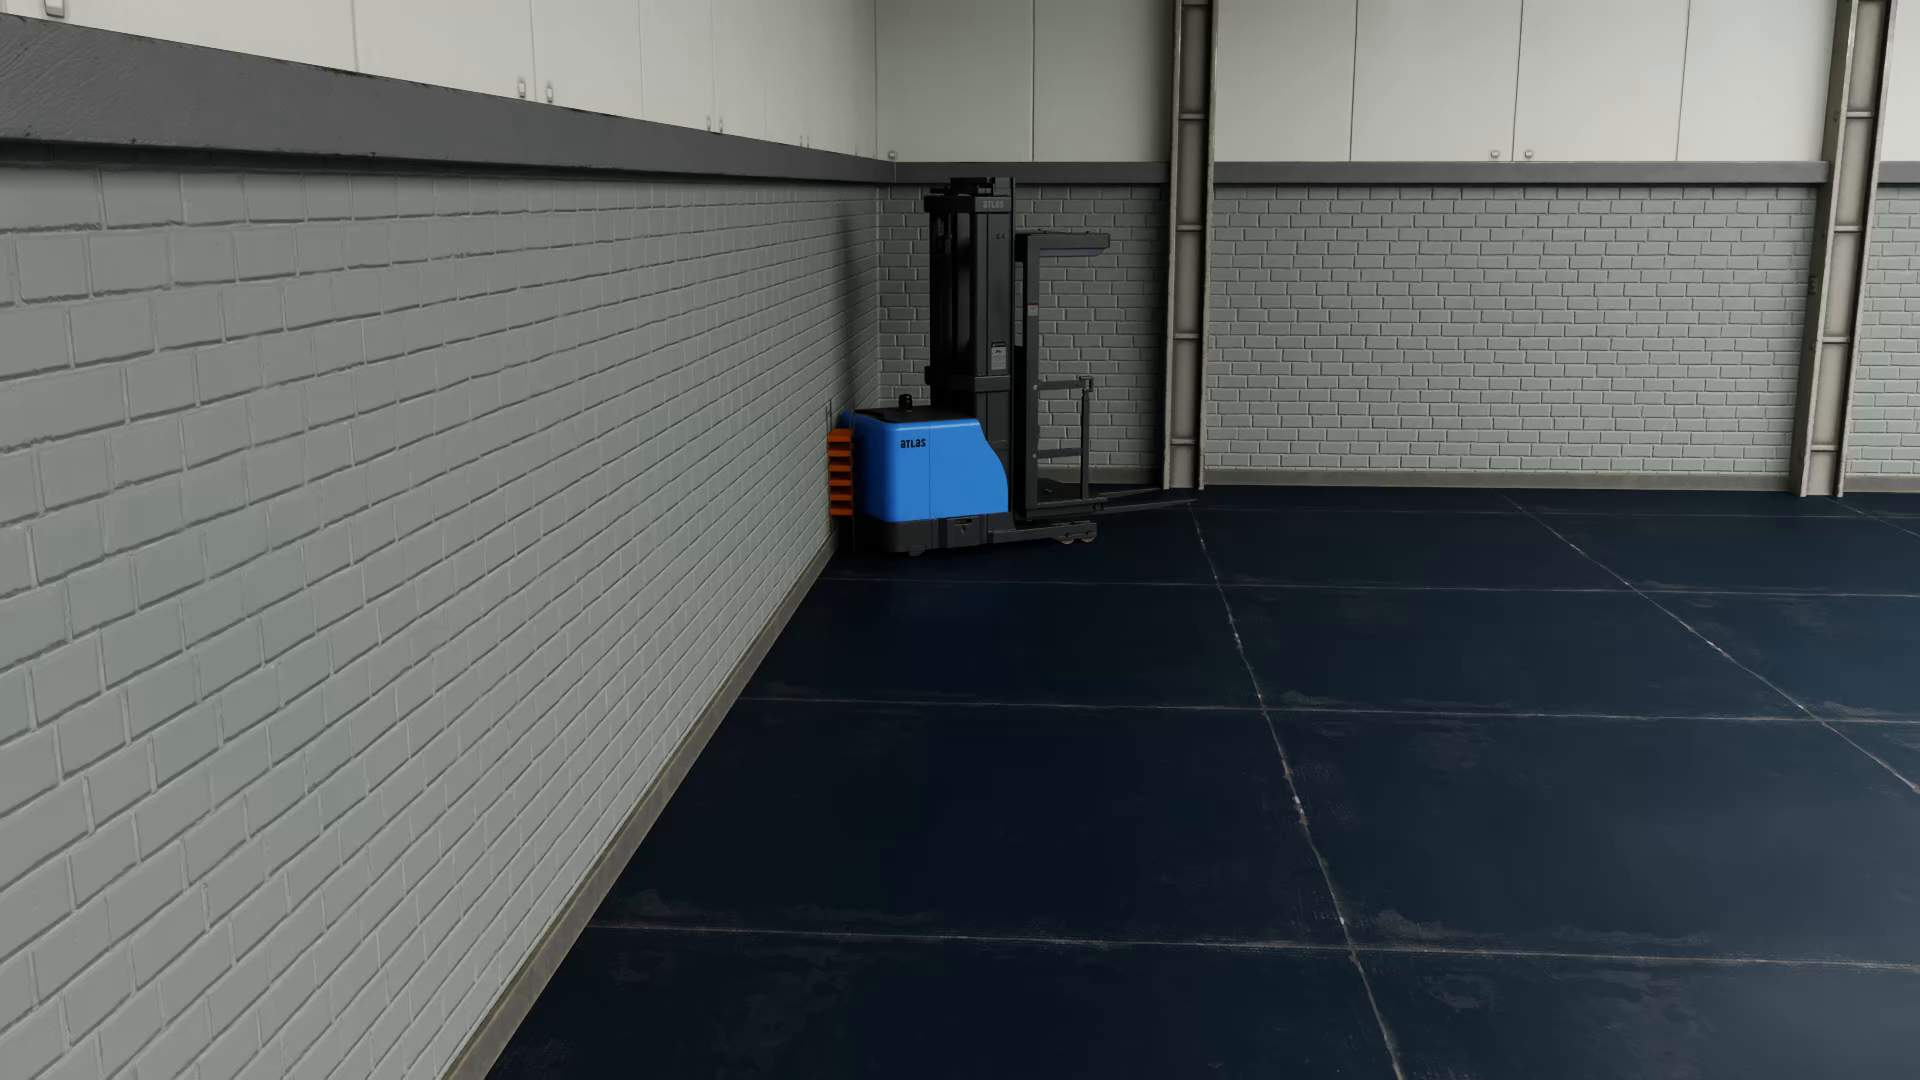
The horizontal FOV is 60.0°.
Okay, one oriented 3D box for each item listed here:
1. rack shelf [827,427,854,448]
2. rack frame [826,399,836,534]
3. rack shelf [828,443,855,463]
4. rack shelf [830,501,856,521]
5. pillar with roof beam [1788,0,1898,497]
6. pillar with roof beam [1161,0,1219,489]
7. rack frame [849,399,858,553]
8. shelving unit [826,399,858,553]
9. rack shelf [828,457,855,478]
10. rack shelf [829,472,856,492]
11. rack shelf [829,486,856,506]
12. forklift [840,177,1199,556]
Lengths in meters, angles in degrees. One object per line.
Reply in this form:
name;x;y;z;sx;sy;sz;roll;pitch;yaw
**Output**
rack shelf;-0.936;-0.806;13.116;0.180;0.103;0.258;1;18;4
rack frame;-1.025;-0.508;13.222;0.006;1.200;0.240;1;18;4
rack shelf;-0.935;-0.692;13.154;0.180;0.103;0.258;1;18;4
rack shelf;-0.931;-0.237;13.305;0.180;0.103;0.258;1;18;4
pillar with roof beam;7.875;-3.968;10.757;0.400;9.000;9.100;1;12;4
pillar with roof beam;1.888;-4.050;11.149;0.400;9.000;9.100;1;12;4
rack frame;-0.842;-0.505;13.208;0.006;1.200;0.240;1;18;4
shelving unit;-0.934;-0.506;13.215;0.189;1.200;0.258;1;18;4
rack shelf;-0.934;-0.578;13.192;0.180;0.103;0.258;1;18;4
rack shelf;-0.933;-0.464;13.230;0.180;0.103;0.258;1;18;4
rack shelf;-0.932;-0.350;13.267;0.180;0.103;0.258;1;18;4
forklift;0.563;-1.492;13.741;3.031;2.935;1.130;-6;13;-26
